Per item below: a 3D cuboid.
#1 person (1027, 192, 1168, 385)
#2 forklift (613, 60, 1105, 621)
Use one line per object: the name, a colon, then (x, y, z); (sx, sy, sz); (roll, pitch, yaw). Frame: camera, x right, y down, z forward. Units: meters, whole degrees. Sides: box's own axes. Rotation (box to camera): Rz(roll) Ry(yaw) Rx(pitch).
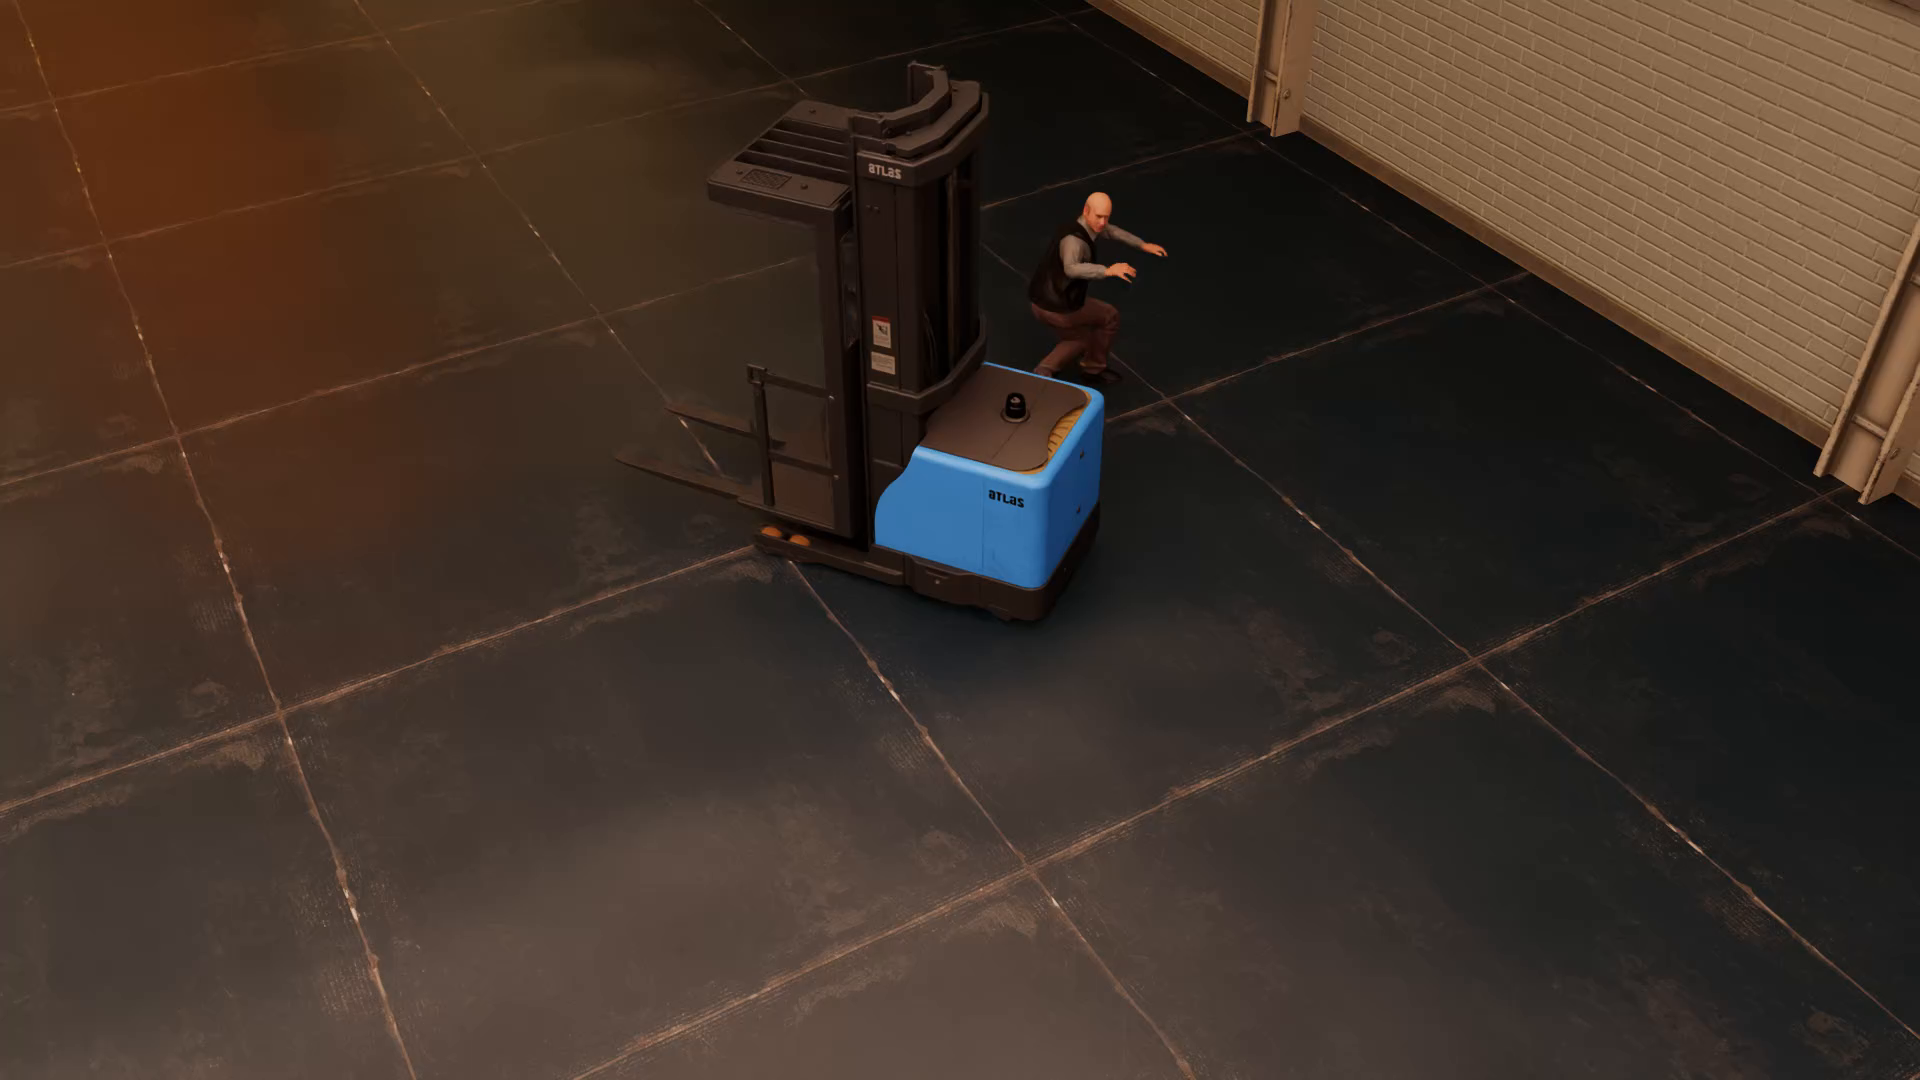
person: (0.973, -1.626, 11.164); (1.083, 1.467, 0.807); (-13, 42, -16)
forklift: (-0.703, -1.283, 9.582); (3.031, 2.935, 1.130); (16, 42, 18)
